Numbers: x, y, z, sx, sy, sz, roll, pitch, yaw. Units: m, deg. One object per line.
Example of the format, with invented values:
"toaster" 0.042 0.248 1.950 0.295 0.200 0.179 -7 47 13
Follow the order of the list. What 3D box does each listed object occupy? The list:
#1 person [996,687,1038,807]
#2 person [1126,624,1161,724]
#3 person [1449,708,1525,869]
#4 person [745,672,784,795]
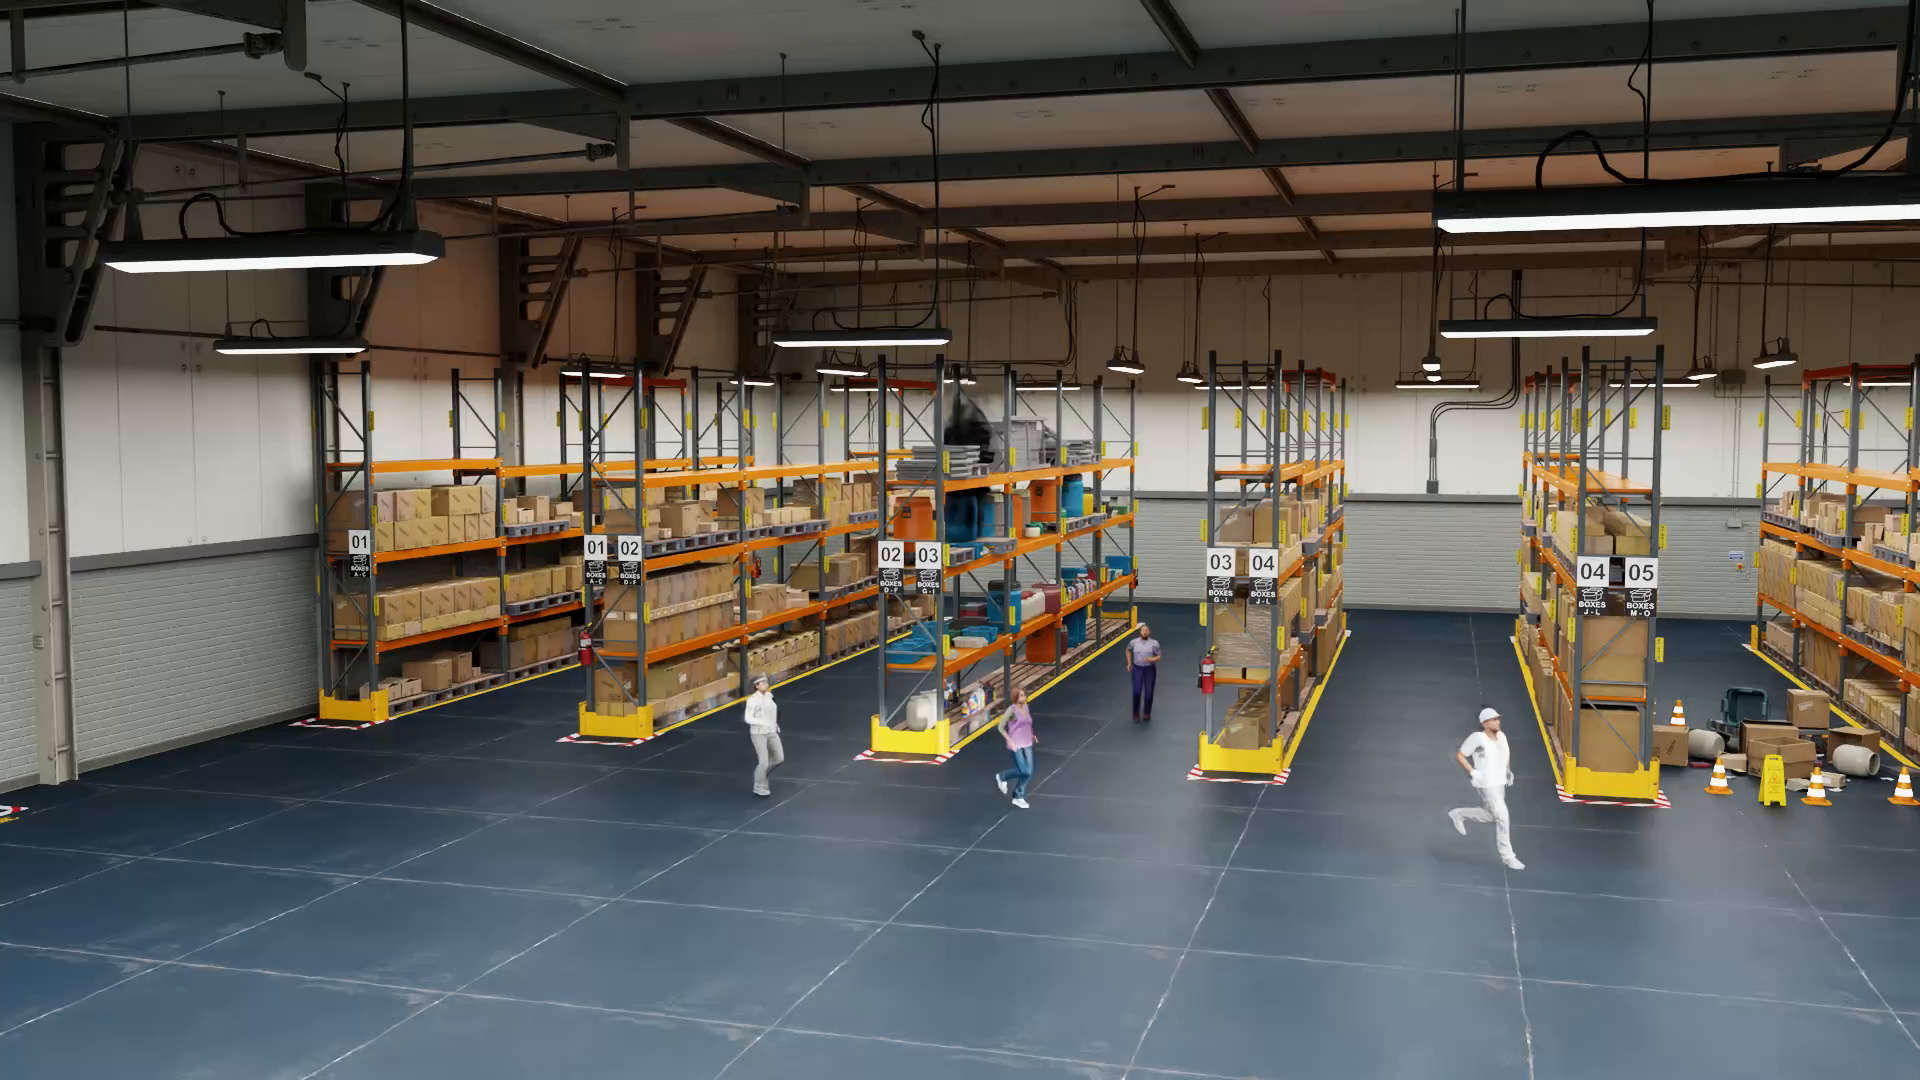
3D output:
"person" 0.745 2.690 21.654 0.549 1.560 0.537 4 6 45
"person" 3.040 2.221 27.549 0.577 1.660 0.682 0 4 4
"person" 6.020 2.793 18.984 0.660 1.766 1.052 -4 5 -41
"person" -2.566 2.583 22.176 0.542 1.654 0.603 4 6 42
